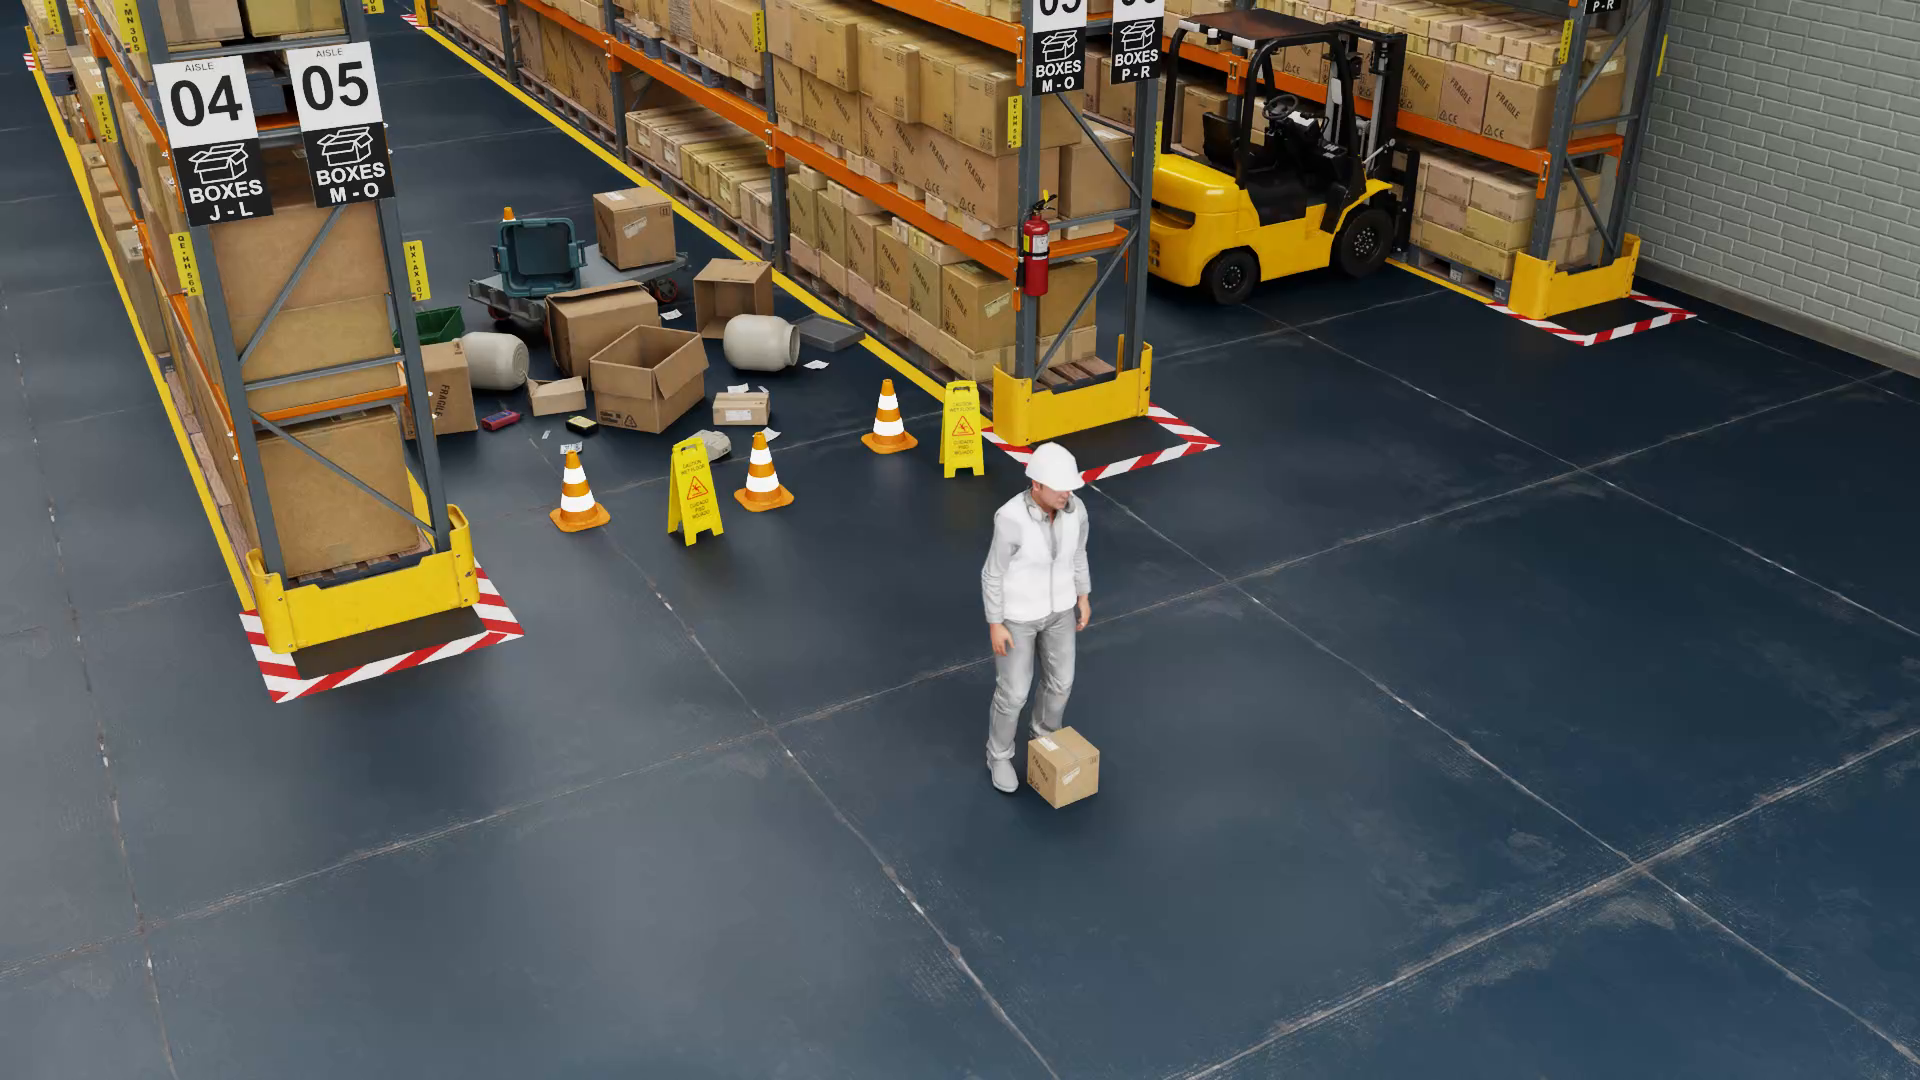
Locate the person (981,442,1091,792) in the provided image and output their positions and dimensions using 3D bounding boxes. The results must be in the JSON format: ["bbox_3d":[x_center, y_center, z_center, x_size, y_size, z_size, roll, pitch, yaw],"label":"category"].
[{"bbox_3d":[0.371,0.336,7.929,0.589,1.769,0.463,-17,33,-28],"label":"person"}]
